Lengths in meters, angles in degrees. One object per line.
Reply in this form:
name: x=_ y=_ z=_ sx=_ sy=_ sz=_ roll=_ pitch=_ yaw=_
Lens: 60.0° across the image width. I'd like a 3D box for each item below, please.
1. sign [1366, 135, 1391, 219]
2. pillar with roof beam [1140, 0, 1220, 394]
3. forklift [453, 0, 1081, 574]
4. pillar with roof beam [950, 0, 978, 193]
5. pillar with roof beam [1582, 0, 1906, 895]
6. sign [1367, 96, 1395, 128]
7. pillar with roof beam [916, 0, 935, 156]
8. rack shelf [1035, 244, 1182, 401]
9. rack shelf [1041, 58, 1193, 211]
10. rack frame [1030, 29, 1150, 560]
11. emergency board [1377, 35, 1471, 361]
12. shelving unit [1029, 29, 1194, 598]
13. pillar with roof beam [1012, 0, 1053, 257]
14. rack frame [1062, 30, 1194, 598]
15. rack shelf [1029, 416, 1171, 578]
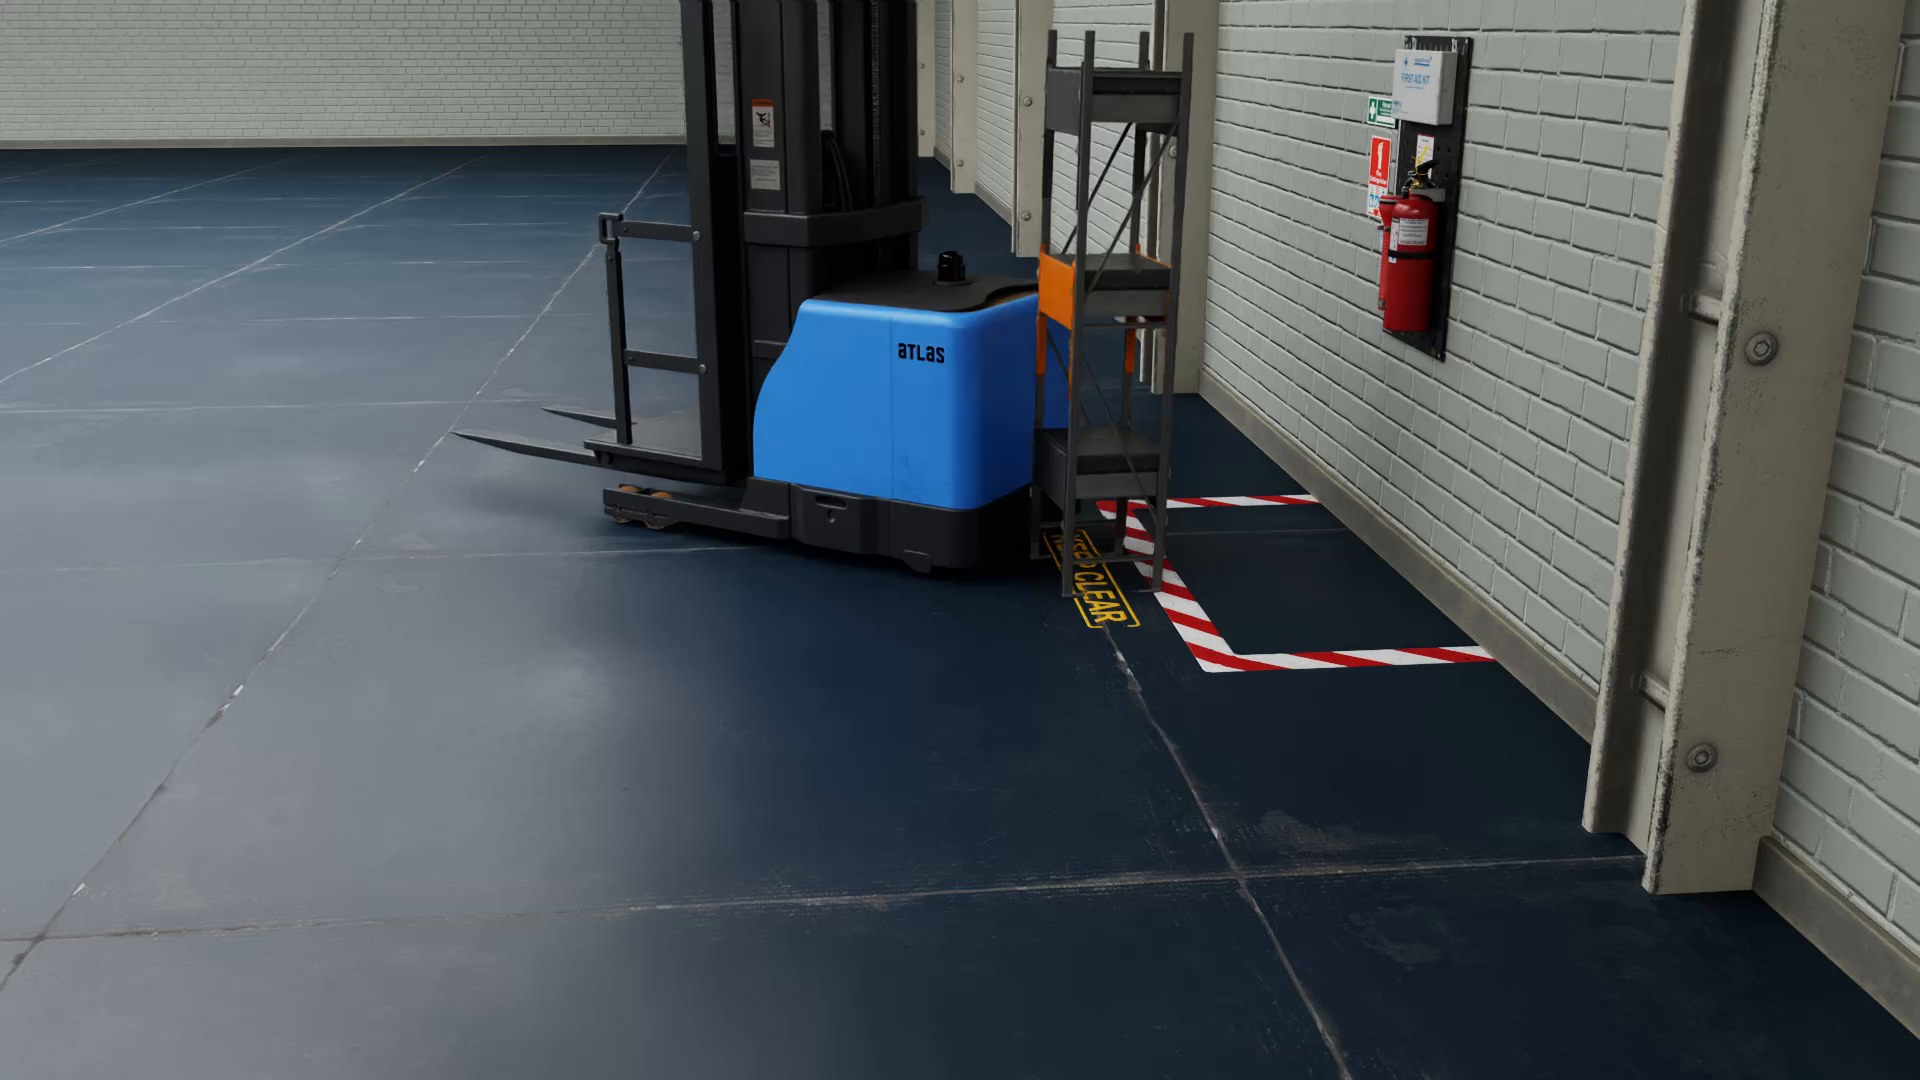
sign: x=1.739 y=-1.506 z=6.907 sx=0.001 sy=0.329 sz=0.234 roll=-2 pitch=18 yaw=-6
pillar with roof beam: x=-2.991 y=-5.101 z=8.400 sx=9.100 sy=9.000 sz=0.400 roll=-2 pitch=18 yaw=-6
forklift: x=-0.998 y=-1.568 z=7.277 sx=3.031 sy=2.935 sz=1.130 roll=10 pitch=20 yaw=29
pillar with roof beam: x=-4.229 y=-8.676 z=19.788 sx=9.100 sy=9.000 sz=0.400 roll=-2 pitch=18 yaw=-6
pillar with roof beam: x=-2.372 y=-3.313 z=2.706 sx=9.100 sy=9.000 sz=0.400 roll=-2 pitch=18 yaw=-6
sign: x=1.730 y=-1.757 z=6.822 sx=0.001 sy=0.109 sz=0.331 roll=-2 pitch=18 yaw=-6
pillar with roof beam: x=-4.847 y=-10.463 z=25.482 sx=9.100 sy=9.000 sz=0.400 roll=-2 pitch=18 yaw=-6
rack shelf: x=0.560 y=-0.848 z=6.402 sx=0.431 sy=0.518 sz=0.480 roll=-3 pitch=18 yaw=-12
rack shelf: x=0.574 y=-1.516 z=6.195 sx=0.431 sy=0.518 sz=0.480 roll=-3 pitch=18 yaw=-12
rack frame: x=0.507 y=-0.932 z=6.625 sx=0.400 sy=2.100 sz=0.015 roll=-3 pitch=18 yaw=-12
emergency board: x=1.693 y=-1.321 z=6.377 sx=0.194 sy=1.169 sz=0.643 roll=-2 pitch=18 yaw=-6
shelving unit: x=0.560 y=-0.861 z=6.398 sx=0.431 sy=2.100 sz=0.503 roll=-3 pitch=18 yaw=-12
pillar with roof beam: x=-3.610 y=-6.888 z=14.094 sx=9.100 sy=9.000 sz=0.400 roll=-2 pitch=18 yaw=-6
rack frame: x=0.613 y=-0.789 z=6.171 sx=0.400 sy=2.100 sz=0.015 roll=-3 pitch=18 yaw=-12
rack shelf: x=0.546 y=-0.179 z=6.609 sx=0.431 sy=0.518 sz=0.480 roll=-3 pitch=18 yaw=-12
